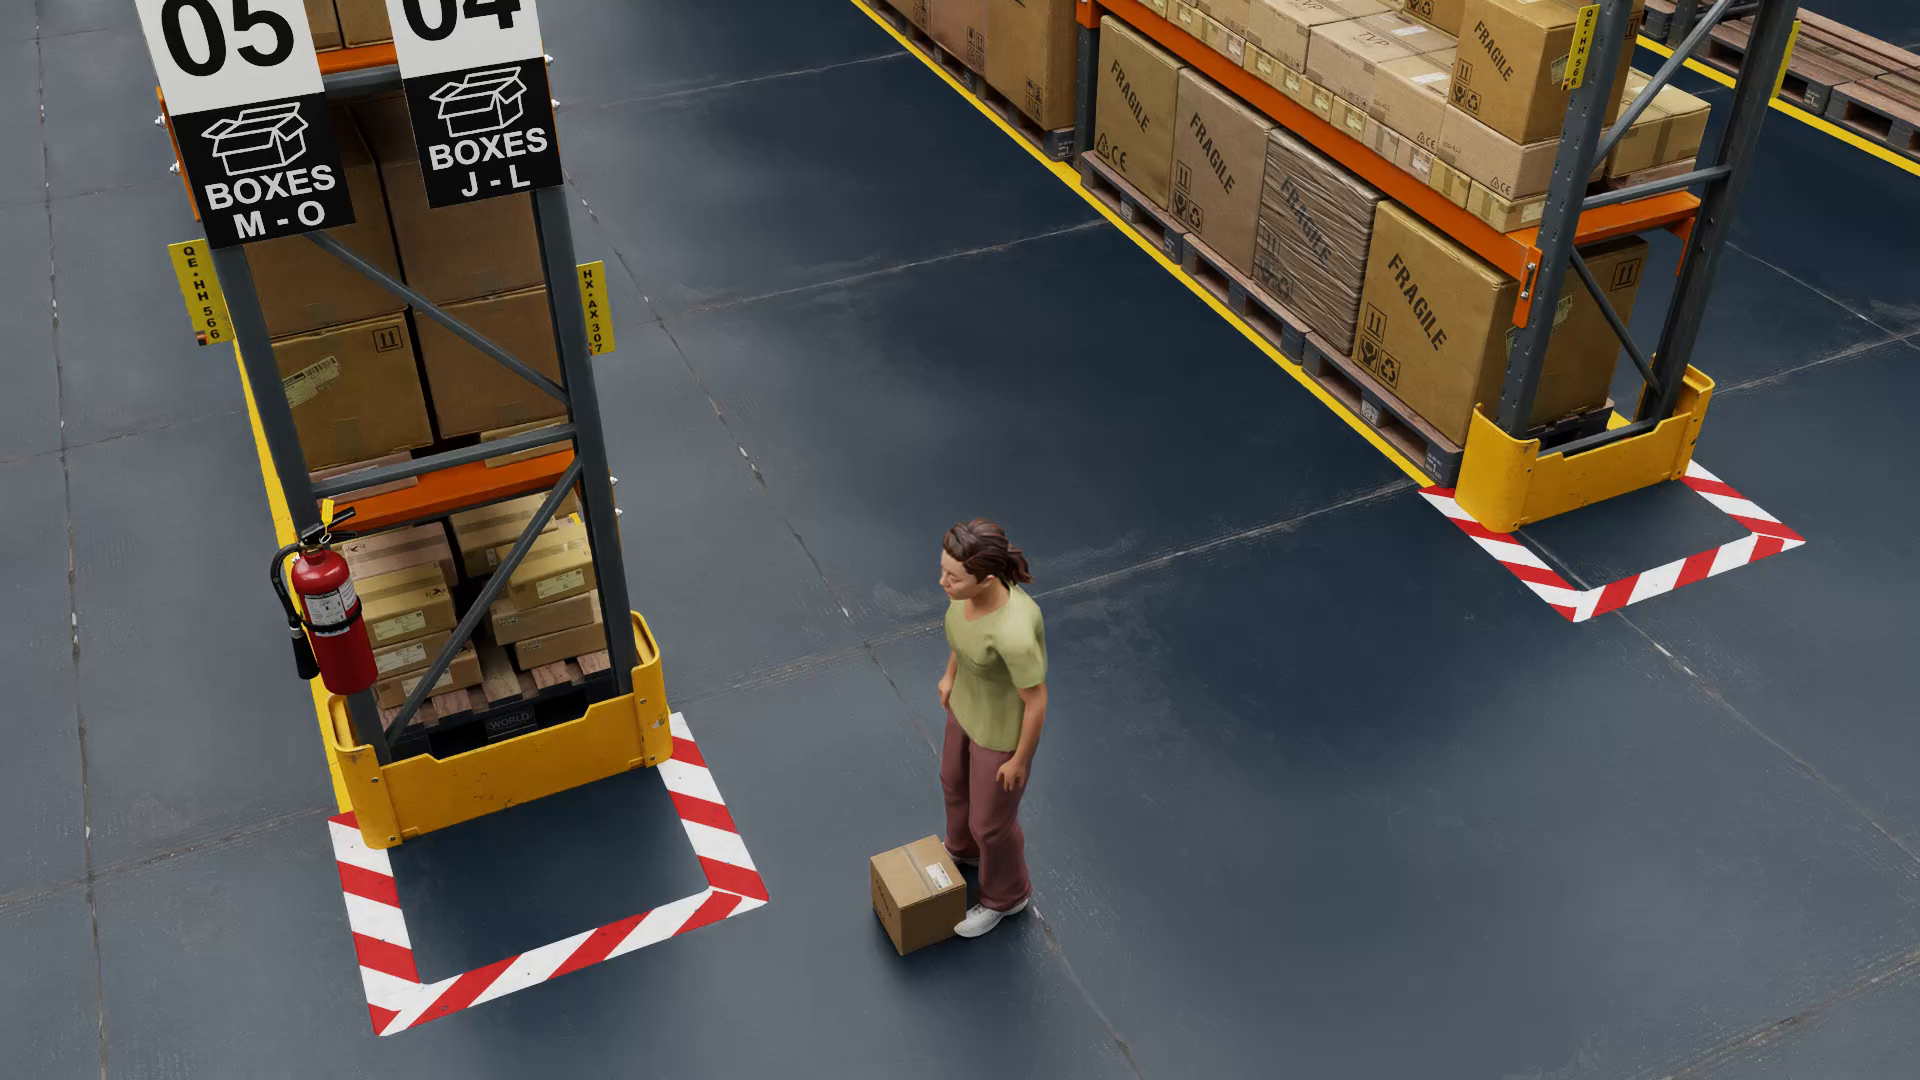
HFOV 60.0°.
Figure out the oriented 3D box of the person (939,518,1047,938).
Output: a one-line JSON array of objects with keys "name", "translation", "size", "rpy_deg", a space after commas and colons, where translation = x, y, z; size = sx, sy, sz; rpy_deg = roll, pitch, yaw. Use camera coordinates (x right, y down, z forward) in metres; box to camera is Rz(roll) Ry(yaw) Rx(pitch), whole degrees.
[{"name": "person", "translation": [0.082, 0.592, 5.377], "size": [0.351, 1.673, 0.516], "rpy_deg": [-17, 41, -21]}]
